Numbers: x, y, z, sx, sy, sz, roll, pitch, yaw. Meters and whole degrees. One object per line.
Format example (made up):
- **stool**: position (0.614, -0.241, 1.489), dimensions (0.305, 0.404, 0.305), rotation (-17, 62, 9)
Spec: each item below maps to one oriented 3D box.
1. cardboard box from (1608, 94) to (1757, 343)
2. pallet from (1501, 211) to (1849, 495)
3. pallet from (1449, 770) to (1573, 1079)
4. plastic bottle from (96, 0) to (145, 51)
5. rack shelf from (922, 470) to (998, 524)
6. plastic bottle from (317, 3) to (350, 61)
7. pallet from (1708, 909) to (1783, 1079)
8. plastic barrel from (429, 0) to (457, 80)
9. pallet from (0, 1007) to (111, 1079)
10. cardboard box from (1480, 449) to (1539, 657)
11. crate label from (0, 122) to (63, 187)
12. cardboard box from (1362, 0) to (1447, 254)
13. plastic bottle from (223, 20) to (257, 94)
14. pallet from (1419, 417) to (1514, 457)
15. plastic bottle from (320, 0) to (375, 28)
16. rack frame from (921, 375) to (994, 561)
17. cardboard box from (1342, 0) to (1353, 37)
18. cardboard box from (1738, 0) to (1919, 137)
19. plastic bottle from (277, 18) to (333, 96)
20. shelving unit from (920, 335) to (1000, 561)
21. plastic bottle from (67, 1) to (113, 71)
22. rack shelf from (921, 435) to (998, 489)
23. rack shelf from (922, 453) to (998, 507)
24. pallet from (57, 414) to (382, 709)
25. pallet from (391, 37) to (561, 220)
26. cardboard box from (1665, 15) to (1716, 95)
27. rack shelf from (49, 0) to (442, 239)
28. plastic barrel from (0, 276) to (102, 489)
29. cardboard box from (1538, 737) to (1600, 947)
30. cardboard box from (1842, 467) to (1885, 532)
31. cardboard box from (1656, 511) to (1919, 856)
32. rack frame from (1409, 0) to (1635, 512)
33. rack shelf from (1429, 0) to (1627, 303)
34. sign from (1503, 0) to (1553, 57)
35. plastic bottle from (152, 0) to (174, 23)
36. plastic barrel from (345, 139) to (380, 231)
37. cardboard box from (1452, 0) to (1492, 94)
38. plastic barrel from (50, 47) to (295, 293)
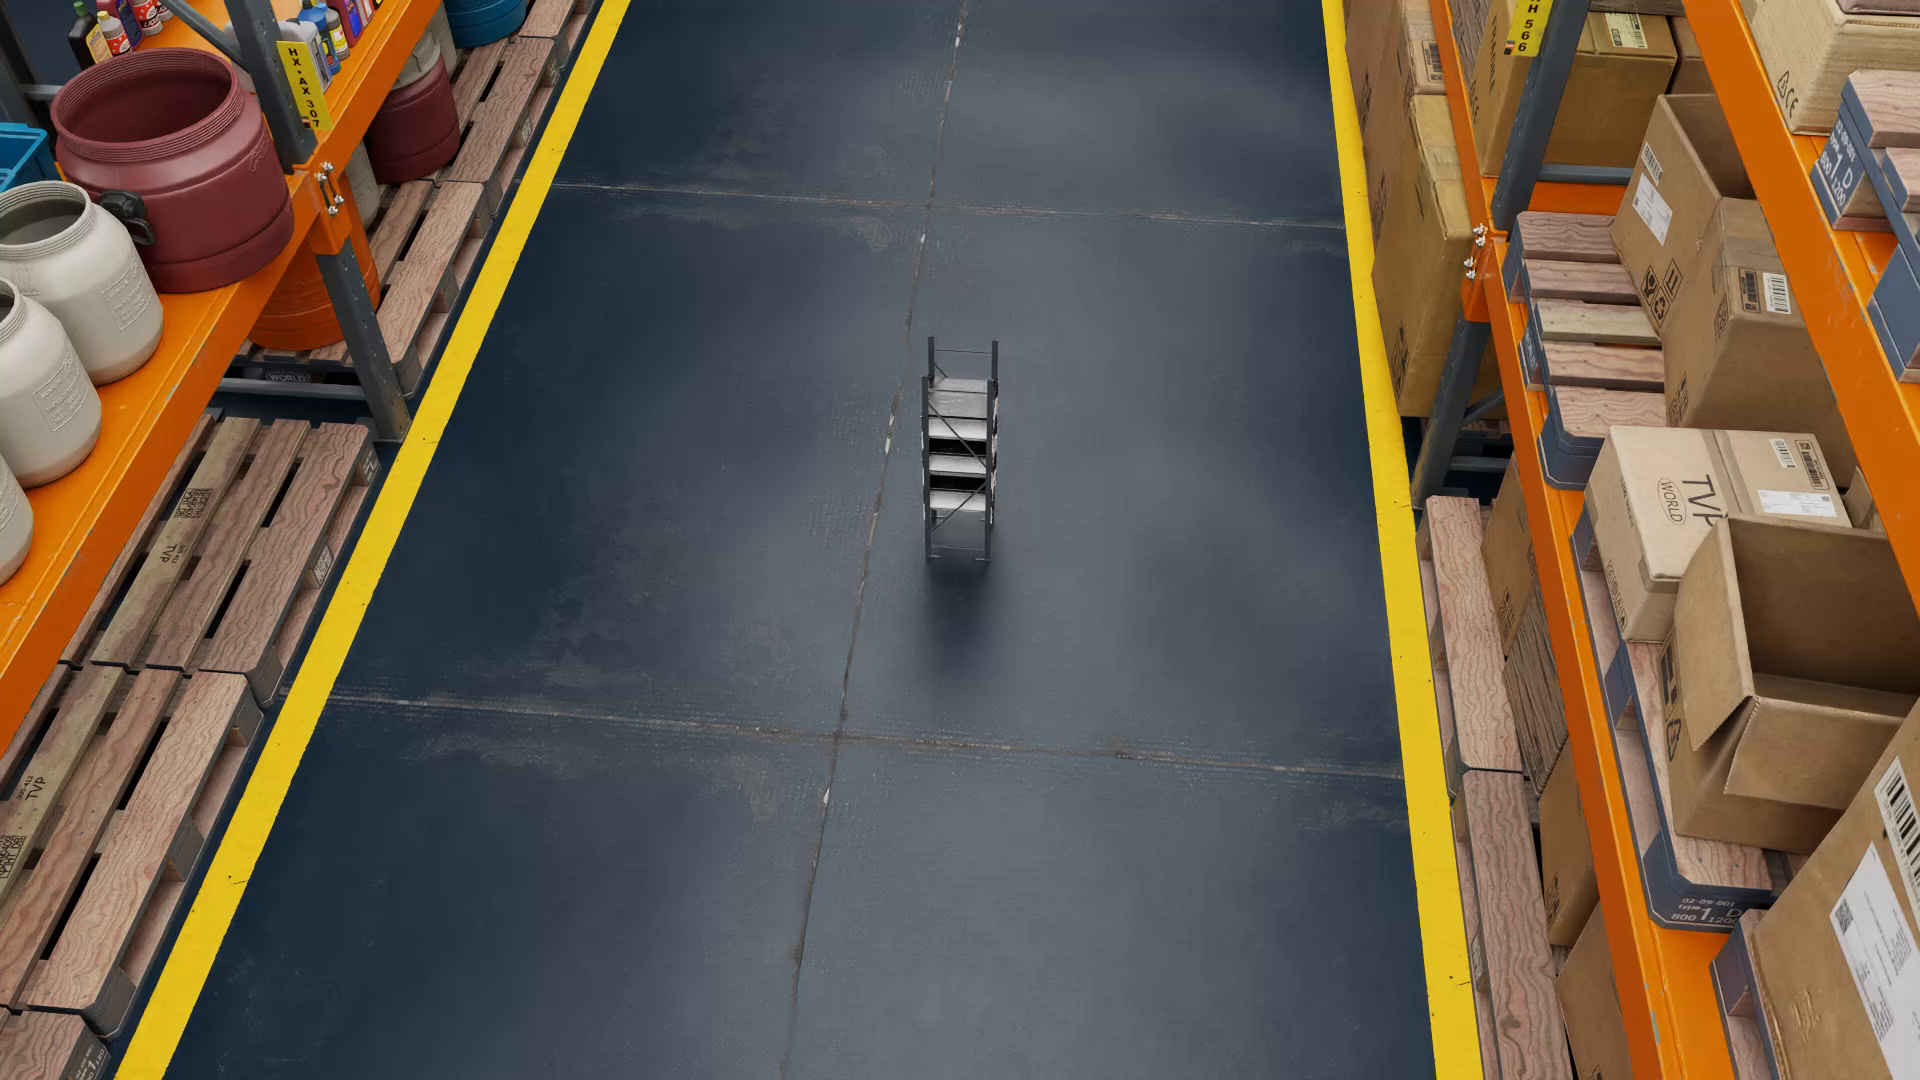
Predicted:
- **cardboard box**: position (2.221, -0.912, 4.699), dimensions (0.500, 0.500, 0.500), rotation (-1, 48, -1)
- **pallet**: position (2.272, -0.540, 4.841), dimensions (1.213, 0.211, 1.003), rotation (4, 48, 4)
- **pallet**: position (2.044, 1.274, 4.942), dimensions (1.003, 0.211, 1.213), rotation (4, 48, 4)
- **plastic bottle**: position (-3.069, -1.925, 6.057), dimensions (0.061, 0.283, 0.133), rotation (4, 48, 4)
- **rack shelf**: position (0.001, -0.166, 6.081), dimensions (0.258, 0.077, 0.200), rotation (4, 48, 4)
- **plastic bottle**: position (-2.294, -1.853, 6.046), dimensions (0.097, 0.201, 0.097), rotation (0, 48, 0)
- **pallet**: position (2.080, 1.317, 3.143), dimensions (1.003, 0.211, 1.213), rotation (4, 48, 4)
- **plastic barrel**: position (-2.609, -2.382, 7.797), dimensions (0.421, 0.512, 0.421), rotation (0, 48, 0)
- **pallet**: position (-3.033, 1.832, 4.431), dimensions (1.003, 0.211, 1.213), rotation (4, 48, 4)
- **cardboard box**: position (2.189, 0.053, 5.564), dimensions (0.700, 0.500, 0.500), rotation (2, 48, 1)
- **crate label**: position (-3.114, -1.128, 5.362), dimensions (0.303, 0.233, 0.416), rotation (4, 48, 4)
- **cardboard box**: position (2.403, -1.720, 6.946), dimensions (1.225, 0.875, 0.875), rotation (4, 48, 4)
- **plastic bottle**: position (-2.492, -1.733, 5.887), dimensions (0.152, 0.276, 0.135), rotation (4, 48, 4)
- **pallet**: position (2.377, -0.769, 6.810), dimensions (1.003, 0.211, 1.213), rotation (4, 48, 4)
- **plastic bottle**: position (-2.298, -2.063, 6.188), dimensions (0.152, 0.276, 0.135), rotation (4, 48, 4)
- **rack frame**: position (-0.009, -0.235, 5.855), dimensions (0.240, 0.900, 0.006), rotation (4, 48, 4)
- **cardboard box**: position (2.557, -3.028, 8.142), dimensions (1.225, 0.875, 0.875), rotation (4, 48, 4)
- **cardboard box**: position (1.850, -1.013, 3.213), dimensions (0.500, 0.250, 0.500), rotation (5, 48, 4)
- **plastic bottle**: position (-2.341, -1.723, 5.877), dimensions (0.152, 0.276, 0.135), rotation (4, 48, 4)
- **shelving unit**: position (0.001, -0.310, 5.923), dimensions (0.258, 0.900, 0.210), rotation (4, 48, 4)
- **plastic bottle**: position (-3.090, -1.755, 5.902), dimensions (0.061, 0.283, 0.133), rotation (4, 48, 4)
- **rack shelf**: position (0.001, -0.287, 5.948), dimensions (0.258, 0.077, 0.200), rotation (4, 48, 4)
- **rack shelf**: position (0.001, -0.226, 6.014), dimensions (0.258, 0.077, 0.200), rotation (4, 48, 4)
- **pallet**: position (-2.811, 0.039, 6.071), dimensions (1.003, 0.211, 1.213), rotation (4, 48, 4)
- **pallet**: position (-2.558, -2.004, 7.940), dimensions (1.003, 0.211, 1.213), rotation (4, 48, 4)
- **cardboard box**: position (2.546, -1.508, 5.529), dimensions (0.500, 0.500, 0.500), rotation (5, 48, 5)
- **rack shelf**: position (-2.520, -2.695, 7.170), dimensions (1.077, 0.370, 4.000), rotation (4, 48, 4)
- **plastic barrel**: position (-2.621, -0.427, 4.532), dimensions (0.421, 0.512, 0.421), rotation (0, 48, 0)
- **cardboard box**: position (2.107, 0.879, 4.809), dimensions (0.700, 0.500, 0.500), rotation (7, 48, 7)
- **cardboard box**: position (2.347, 0.012, 4.013), dimensions (0.396, 0.266, 0.258), rotation (3, 48, 2)
- **cardboard box**: position (1.932, 0.347, 3.545), dimensions (0.797, 0.503, 0.637), rotation (8, 48, 8)
- **rack frame**: position (2.231, -1.136, 5.256), dimensions (1.000, 3.000, 0.127), rotation (4, 48, 4)
- **rack shelf**: position (2.413, -2.362, 6.865), dimensions (1.077, 0.370, 4.000), rotation (4, 48, 4)
- **sign**: position (1.677, -1.561, 4.860), dimensions (0.100, 0.325, 0.005), rotation (4, 48, 4)
- **plastic bottle**: position (-3.031, -2.052, 6.229), dimensions (0.097, 0.201, 0.097), rotation (0, 48, 0)
- **plastic barrel**: position (-2.712, -1.552, 7.038), dimensions (0.421, 0.512, 0.421), rotation (0, 48, 0)
- **cardboard box**: position (2.080, -1.915, 5.901), dimensions (0.500, 0.500, 0.500), rotation (3, 48, 3)
- **plastic barrel**: position (-2.442, -1.153, 5.180), dimensions (0.600, 0.536, 0.708), rotation (4, 48, 4)
